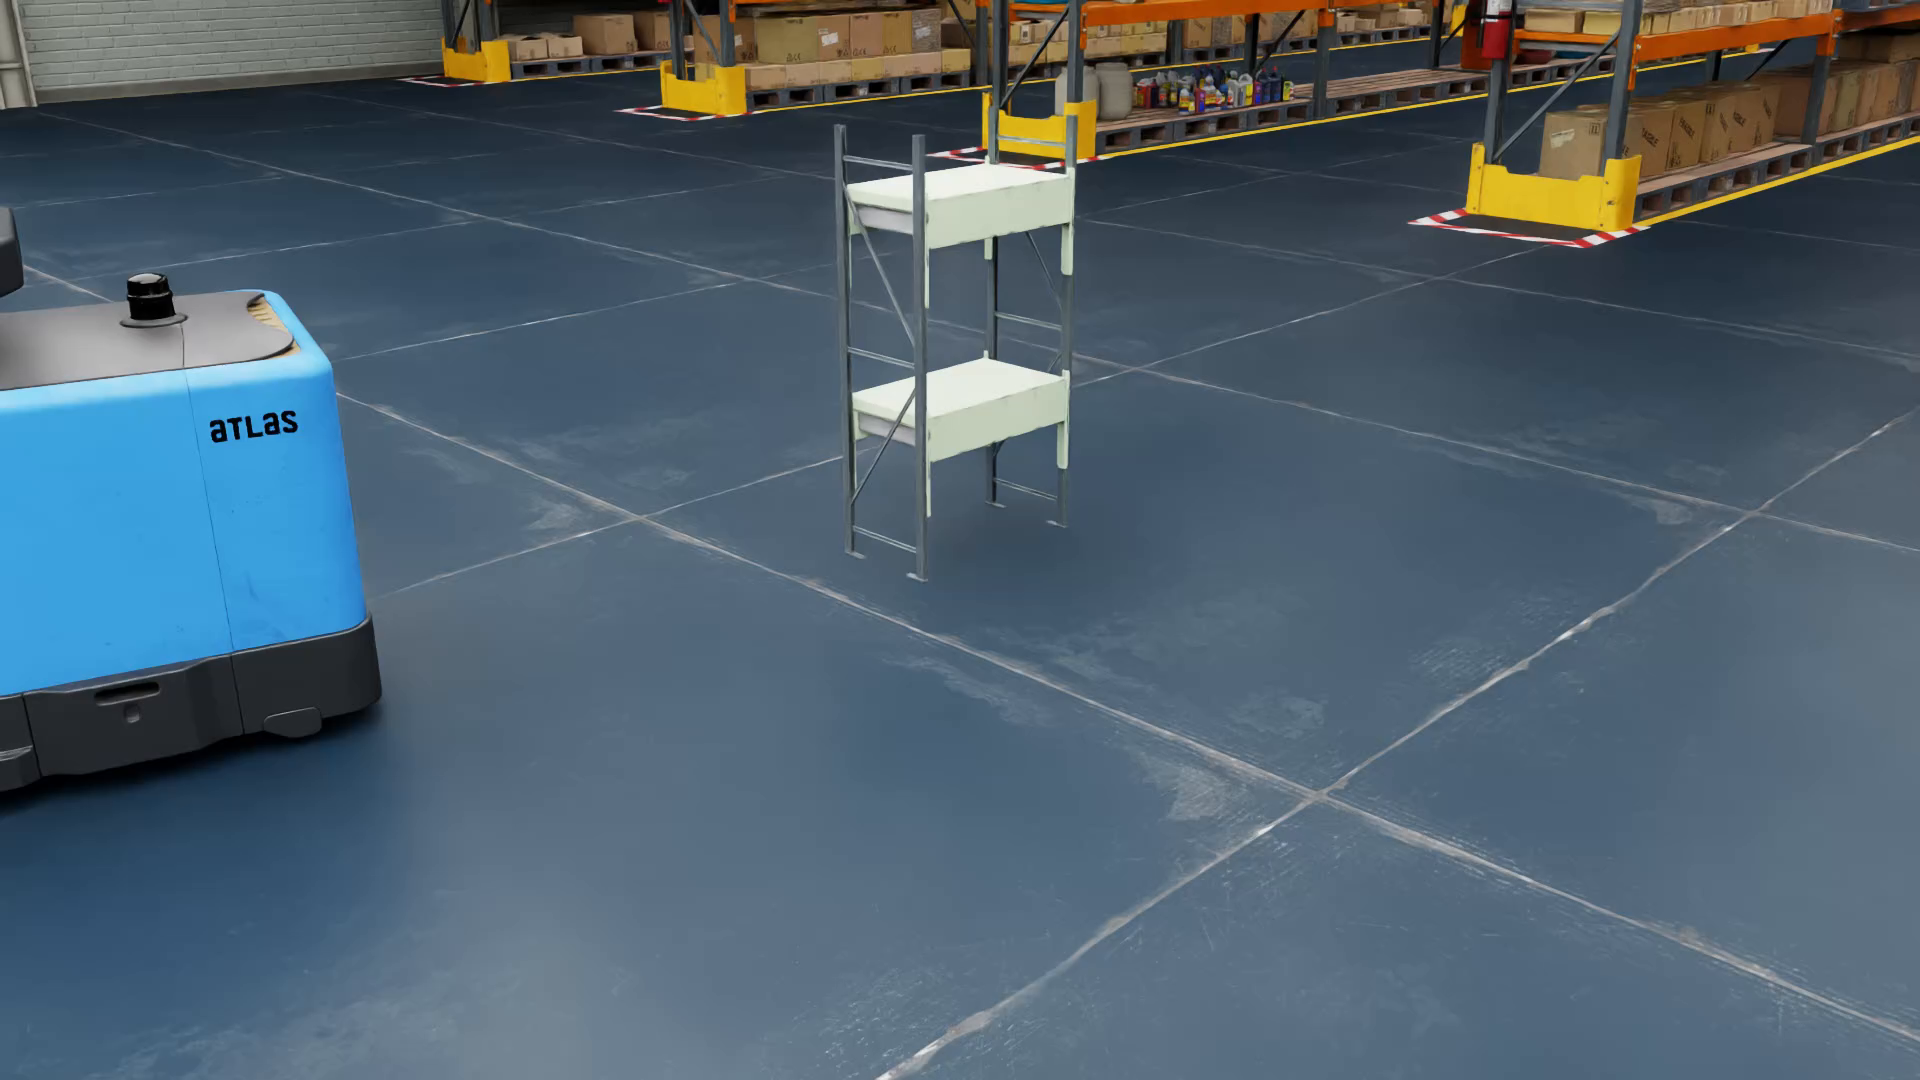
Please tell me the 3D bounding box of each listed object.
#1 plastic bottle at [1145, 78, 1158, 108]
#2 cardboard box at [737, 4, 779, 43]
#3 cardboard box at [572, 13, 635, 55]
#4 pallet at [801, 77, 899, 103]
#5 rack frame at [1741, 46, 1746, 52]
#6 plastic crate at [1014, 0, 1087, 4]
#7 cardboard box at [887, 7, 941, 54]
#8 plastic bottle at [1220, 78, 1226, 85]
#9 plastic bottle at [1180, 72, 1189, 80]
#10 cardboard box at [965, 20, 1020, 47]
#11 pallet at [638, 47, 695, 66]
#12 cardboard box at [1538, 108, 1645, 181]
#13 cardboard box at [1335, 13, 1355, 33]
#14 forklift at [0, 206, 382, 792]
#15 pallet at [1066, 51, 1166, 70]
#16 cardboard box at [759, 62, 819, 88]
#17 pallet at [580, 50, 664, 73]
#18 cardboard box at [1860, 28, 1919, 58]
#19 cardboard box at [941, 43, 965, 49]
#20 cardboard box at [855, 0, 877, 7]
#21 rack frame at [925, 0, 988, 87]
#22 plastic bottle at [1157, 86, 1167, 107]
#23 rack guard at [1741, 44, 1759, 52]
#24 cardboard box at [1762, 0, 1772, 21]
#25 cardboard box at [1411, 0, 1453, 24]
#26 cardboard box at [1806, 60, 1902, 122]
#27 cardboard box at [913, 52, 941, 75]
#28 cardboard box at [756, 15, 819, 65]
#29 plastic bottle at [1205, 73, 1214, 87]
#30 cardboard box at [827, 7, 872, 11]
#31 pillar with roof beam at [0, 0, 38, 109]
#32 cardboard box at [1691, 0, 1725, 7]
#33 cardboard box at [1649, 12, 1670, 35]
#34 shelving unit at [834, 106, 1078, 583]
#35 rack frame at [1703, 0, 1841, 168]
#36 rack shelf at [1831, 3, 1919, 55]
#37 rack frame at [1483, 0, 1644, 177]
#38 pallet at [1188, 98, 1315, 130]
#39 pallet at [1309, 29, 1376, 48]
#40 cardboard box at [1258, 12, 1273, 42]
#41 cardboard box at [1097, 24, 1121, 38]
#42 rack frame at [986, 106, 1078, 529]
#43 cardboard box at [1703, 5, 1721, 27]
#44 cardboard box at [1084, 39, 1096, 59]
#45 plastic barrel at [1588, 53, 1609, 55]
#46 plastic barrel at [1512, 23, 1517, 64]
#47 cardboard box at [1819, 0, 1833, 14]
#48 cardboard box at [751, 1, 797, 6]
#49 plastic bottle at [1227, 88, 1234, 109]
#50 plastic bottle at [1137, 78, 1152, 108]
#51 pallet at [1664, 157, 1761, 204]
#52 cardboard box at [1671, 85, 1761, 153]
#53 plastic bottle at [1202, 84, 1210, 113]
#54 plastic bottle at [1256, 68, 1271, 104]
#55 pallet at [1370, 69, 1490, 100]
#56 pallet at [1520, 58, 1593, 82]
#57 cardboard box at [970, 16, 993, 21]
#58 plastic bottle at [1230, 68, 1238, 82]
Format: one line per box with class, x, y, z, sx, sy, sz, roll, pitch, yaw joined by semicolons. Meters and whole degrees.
plastic bottle;1.941;-4.525;16.839;0.061;0.283;0.133;19;28;41
cardboard box;-3.104;-7.714;24.834;0.500;0.500;0.700;-19;28;-40
cardboard box;-4.904;-6.970;22.900;0.700;0.500;0.500;17;27;37
pallet;-1.490;-5.433;19.914;1.003;0.211;1.213;19;28;41
rack frame;11.864;-9.087;25.536;1.000;3.000;0.127;19;28;41
plastic crate;0.837;-5.109;15.392;0.499;0.251;0.616;19;28;41
cardboard box;-0.578;-6.206;20.243;0.500;0.500;0.500;19;28;41
plastic bottle;2.698;-4.556;16.919;0.061;0.283;0.133;19;28;41
plastic bottle;2.355;-4.756;17.440;0.133;0.283;0.061;-19;28;-40
cardboard box;0.413;-6.461;21.170;0.500;0.311;0.500;19;28;41
pallet;-4.049;-6.999;23.990;1.003;0.211;1.213;19;28;41
cardboard box;4.698;-2.920;12.390;0.500;0.500;0.500;-14;25;-32
cardboard box;5.975;-8.304;26.632;0.500;0.311;0.500;19;28;41
forklift;-3.184;-0.742;3.921;3.031;2.935;1.130;-11;24;-27
pallet;2.134;-6.768;23.389;1.003;0.211;1.213;19;28;41
cardboard box;-1.965;-5.339;19.032;0.500;0.250;0.500;19;28;41
pallet;-4.900;-6.684;23.170;1.003;0.211;1.213;19;28;41
cardboard box;9.386;-5.000;16.728;0.500;0.250;0.500;-19;28;-40
cardboard box;0.028;-6.335;21.623;0.500;0.250;0.500;19;28;40
cardboard box;-1.723;-8.247;26.222;0.700;0.500;0.500;19;28;41
rack frame;-0.054;-7.243;20.739;1.000;3.000;0.127;19;28;41
plastic bottle;2.064;-4.523;16.947;0.097;0.201;0.097;0;21;0
rack guard;11.871;-7.930;26.009;1.175;0.500;0.348;19;28;41
cardboard box;6.194;-4.208;13.192;0.380;0.149;0.250;19;28;41
cardboard box;8.115;-9.165;28.610;0.500;0.500;0.500;19;28;41
cardboard box;8.610;-4.359;16.106;0.500;0.500;0.700;-17;27;-38
cardboard box;-0.577;-5.856;20.376;0.500;0.250;0.500;19;28;41
cardboard box;-1.963;-5.689;18.896;0.500;0.500;0.500;19;28;41
plastic bottle;2.617;-4.763;17.476;0.097;0.271;0.097;0;21;0
cardboard box;-1.299;-6.208;20.247;0.500;0.500;0.500;19;28;41
pillar with roof beam;-7.629;-8.031;14.426;9.100;9.000;0.400;19;28;41
cardboard box;5.297;-4.331;12.608;0.875;0.500;0.500;19;28;41
cardboard box;4.809;-3.691;11.846;0.380;0.149;0.250;19;28;41
shelving unit;-0.005;-0.698;5.801;0.431;1.500;0.755;19;28;41
rack frame;7.041;-4.763;14.286;1.000;3.000;0.127;19;28;41
rack shelf;8.436;-4.941;15.752;1.077;0.370;4.000;19;28;41
rack frame;4.251;-3.735;11.610;1.000;3.000;0.127;19;28;41
pallet;2.994;-4.539;17.589;1.003;0.211;1.213;19;28;41
pallet;6.007;-8.174;27.048;1.003;0.211;1.213;19;28;41
cardboard box;4.334;-7.755;24.940;0.500;0.500;0.500;18;27;39
cardboard box;1.835;-6.985;22.533;0.500;0.311;0.500;19;28;40
rack frame;0.251;-0.792;6.046;0.400;1.500;0.023;19;28;41
cardboard box;5.488;-3.954;12.531;0.380;0.149;0.250;19;28;41
cardboard box;1.477;-6.593;22.294;0.500;0.250;0.500;-20;28;-41
plastic barrel;8.682;-7.140;22.809;0.600;0.901;0.708;19;28;41
plastic barrel;6.942;-6.363;21.331;0.421;0.512;0.421;0;21;0
cardboard box;7.102;-4.517;13.995;0.380;0.149;0.250;19;28;41
cardboard box;-2.799;-8.178;24.997;0.500;0.250;0.500;19;28;40
plastic bottle;2.712;-4.454;16.768;0.097;0.201;0.097;0;21;0
plastic bottle;1.865;-4.548;16.910;0.152;0.276;0.135;20;28;41
pallet;5.747;-2.965;13.494;1.003;0.211;1.213;19;28;41
cardboard box;6.339;-3.550;14.029;0.500;0.500;0.500;-11;23;-25
plastic bottle;2.429;-4.382;16.485;0.097;0.271;0.097;0;21;0
plastic bottle;3.116;-4.684;17.160;0.144;0.351;0.185;18;27;38
pallet;5.715;-5.540;20.193;1.003;0.211;1.213;19;28;41
pallet;7.654;-6.254;22.053;1.003;0.211;1.213;19;28;41
cardboard box;0.382;-6.729;21.866;0.500;0.311;0.500;-19;28;-41
plastic bottle;2.956;-4.962;17.994;0.097;0.271;0.097;0;21;0
